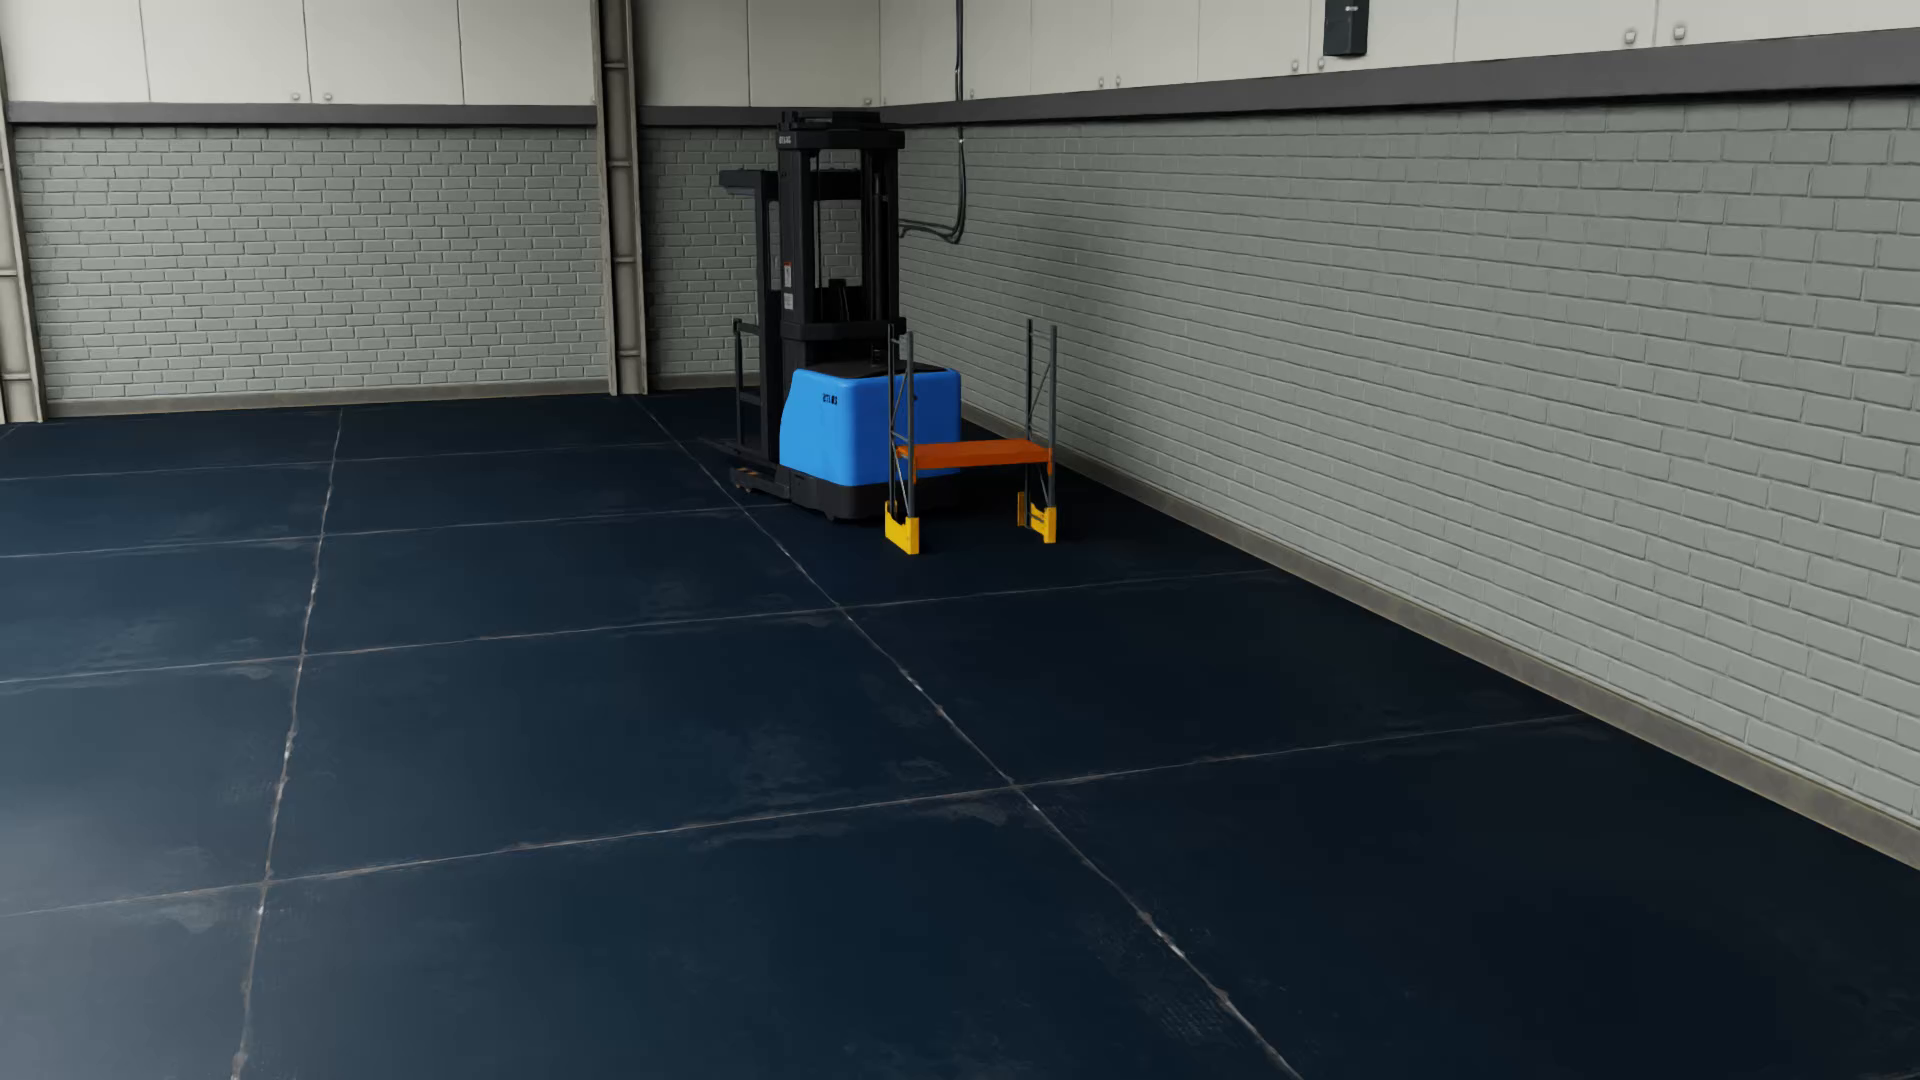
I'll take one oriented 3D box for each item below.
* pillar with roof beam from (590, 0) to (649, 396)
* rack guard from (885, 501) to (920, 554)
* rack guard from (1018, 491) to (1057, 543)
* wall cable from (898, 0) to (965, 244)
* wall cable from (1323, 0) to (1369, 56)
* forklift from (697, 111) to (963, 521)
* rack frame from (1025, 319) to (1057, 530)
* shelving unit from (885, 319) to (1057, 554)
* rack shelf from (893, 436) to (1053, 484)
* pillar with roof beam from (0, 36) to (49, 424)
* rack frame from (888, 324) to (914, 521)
[{"bbox_3d":[-2.320,-5.072,13.518,0.400,9.000,9.100,-4,14,-18],"label":"pillar with roof beam"},{"bbox_3d":[-0.400,-0.090,11.483,0.087,0.250,0.587,-4,14,-18],"label":"rack guard"},{"bbox_3d":[0.544,-0.164,11.792,0.087,0.250,0.587,-4,14,-18],"label":"rack guard"},{"bbox_3d":[-0.479,-4.433,17.542,0.112,2.526,3.097,-4,14,-18],"label":"wall cable"},{"bbox_3d":[2.534,-5.514,8.031,0.169,6.003,2.305,-4,14,-18],"label":"wall cable"},{"bbox_3d":[-1.193,-1.856,13.113,1.130,2.935,3.031,-8,16,-32],"label":"forklift"},{"bbox_3d":[0.563,-0.773,11.653,0.032,1.500,0.500,-4,14,-18],"label":"rack frame"},{"bbox_3d":[0.072,-0.735,11.493,1.083,1.500,0.587,-4,14,-18],"label":"shelving unit"},{"bbox_3d":[0.081,-0.561,11.537,1.000,0.185,0.538,-4,14,-18],"label":"rack shelf"},{"bbox_3d":[-8.006,-4.629,11.657,0.400,9.000,9.100,-4,14,-18],"label":"pillar with roof beam"},{"bbox_3d":[-0.401,-0.698,11.338,0.032,1.500,0.500,-4,14,-18],"label":"rack frame"}]
